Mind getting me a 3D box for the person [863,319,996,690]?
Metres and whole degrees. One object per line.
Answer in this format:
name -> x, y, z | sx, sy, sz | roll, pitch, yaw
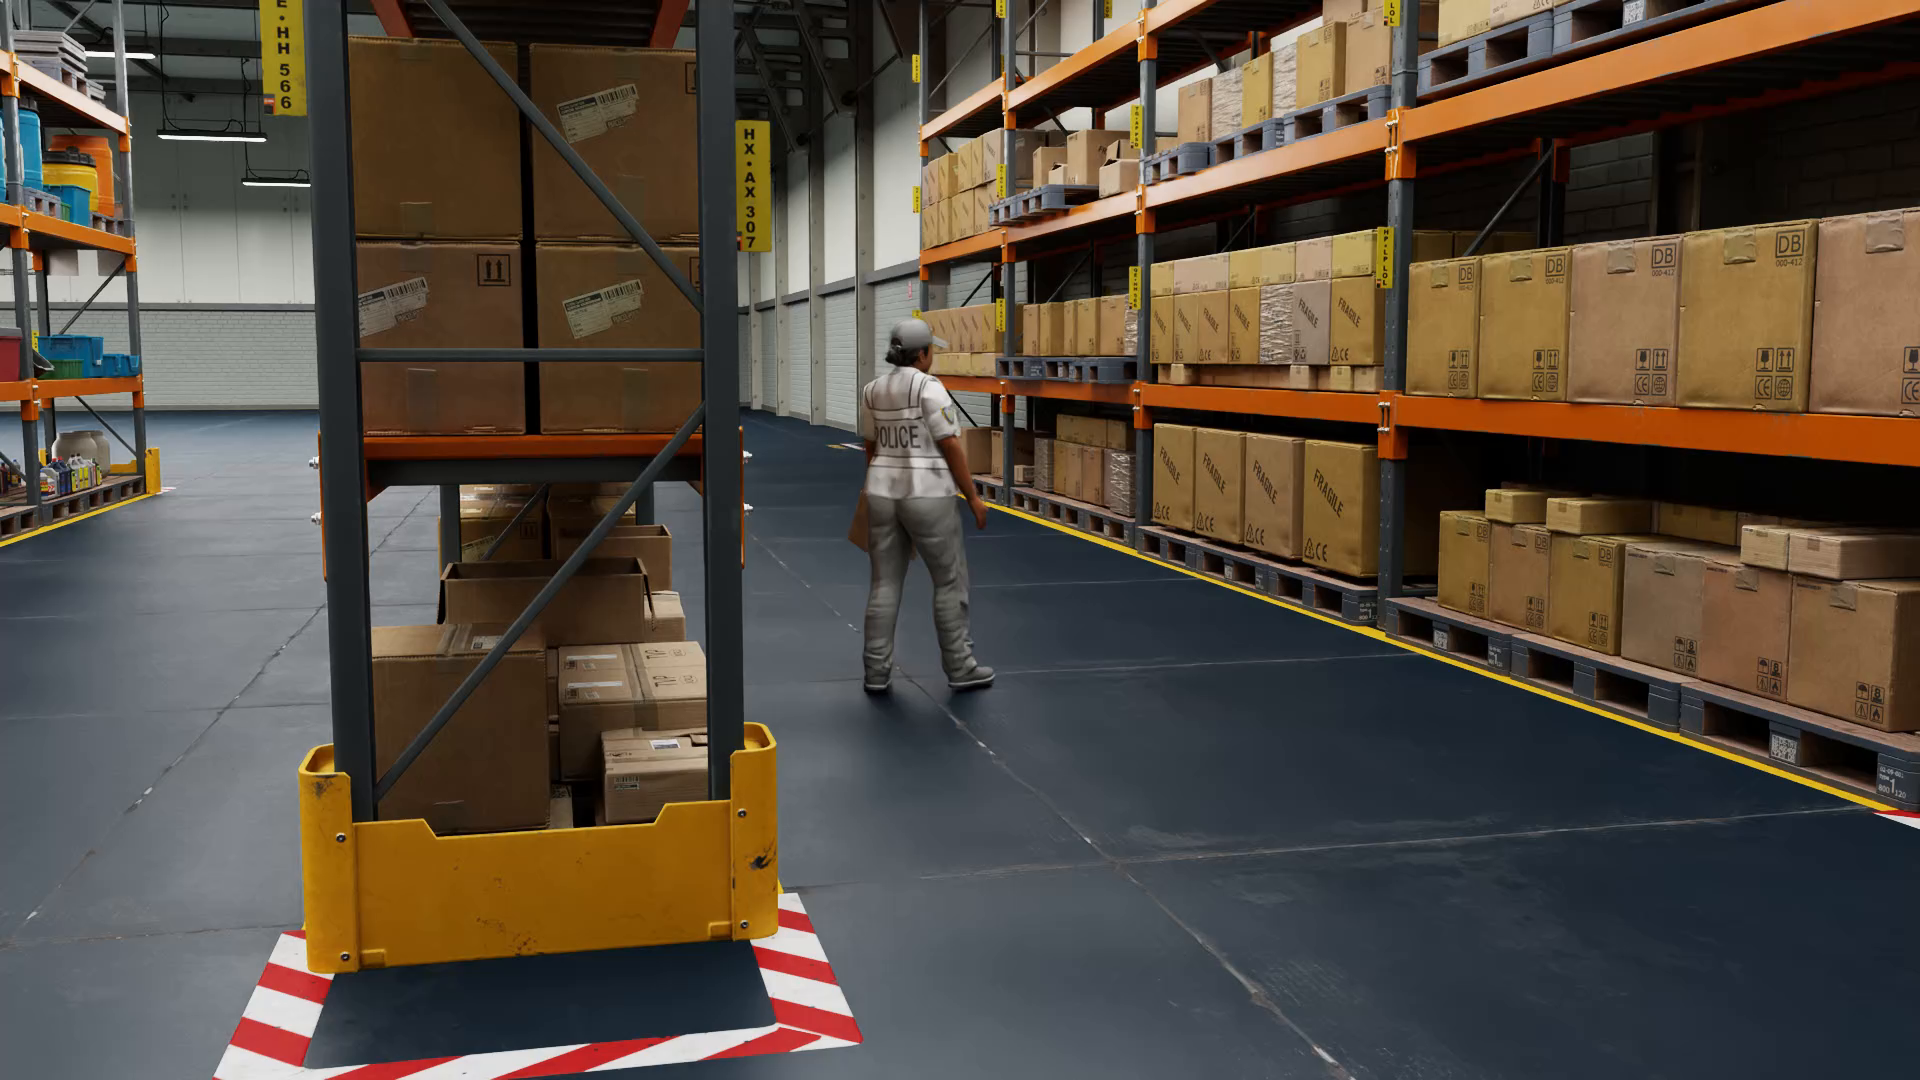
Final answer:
person -> -0.149, -0.160, 7.505 | 0.585, 1.661, 0.565 | 4, 8, 35
